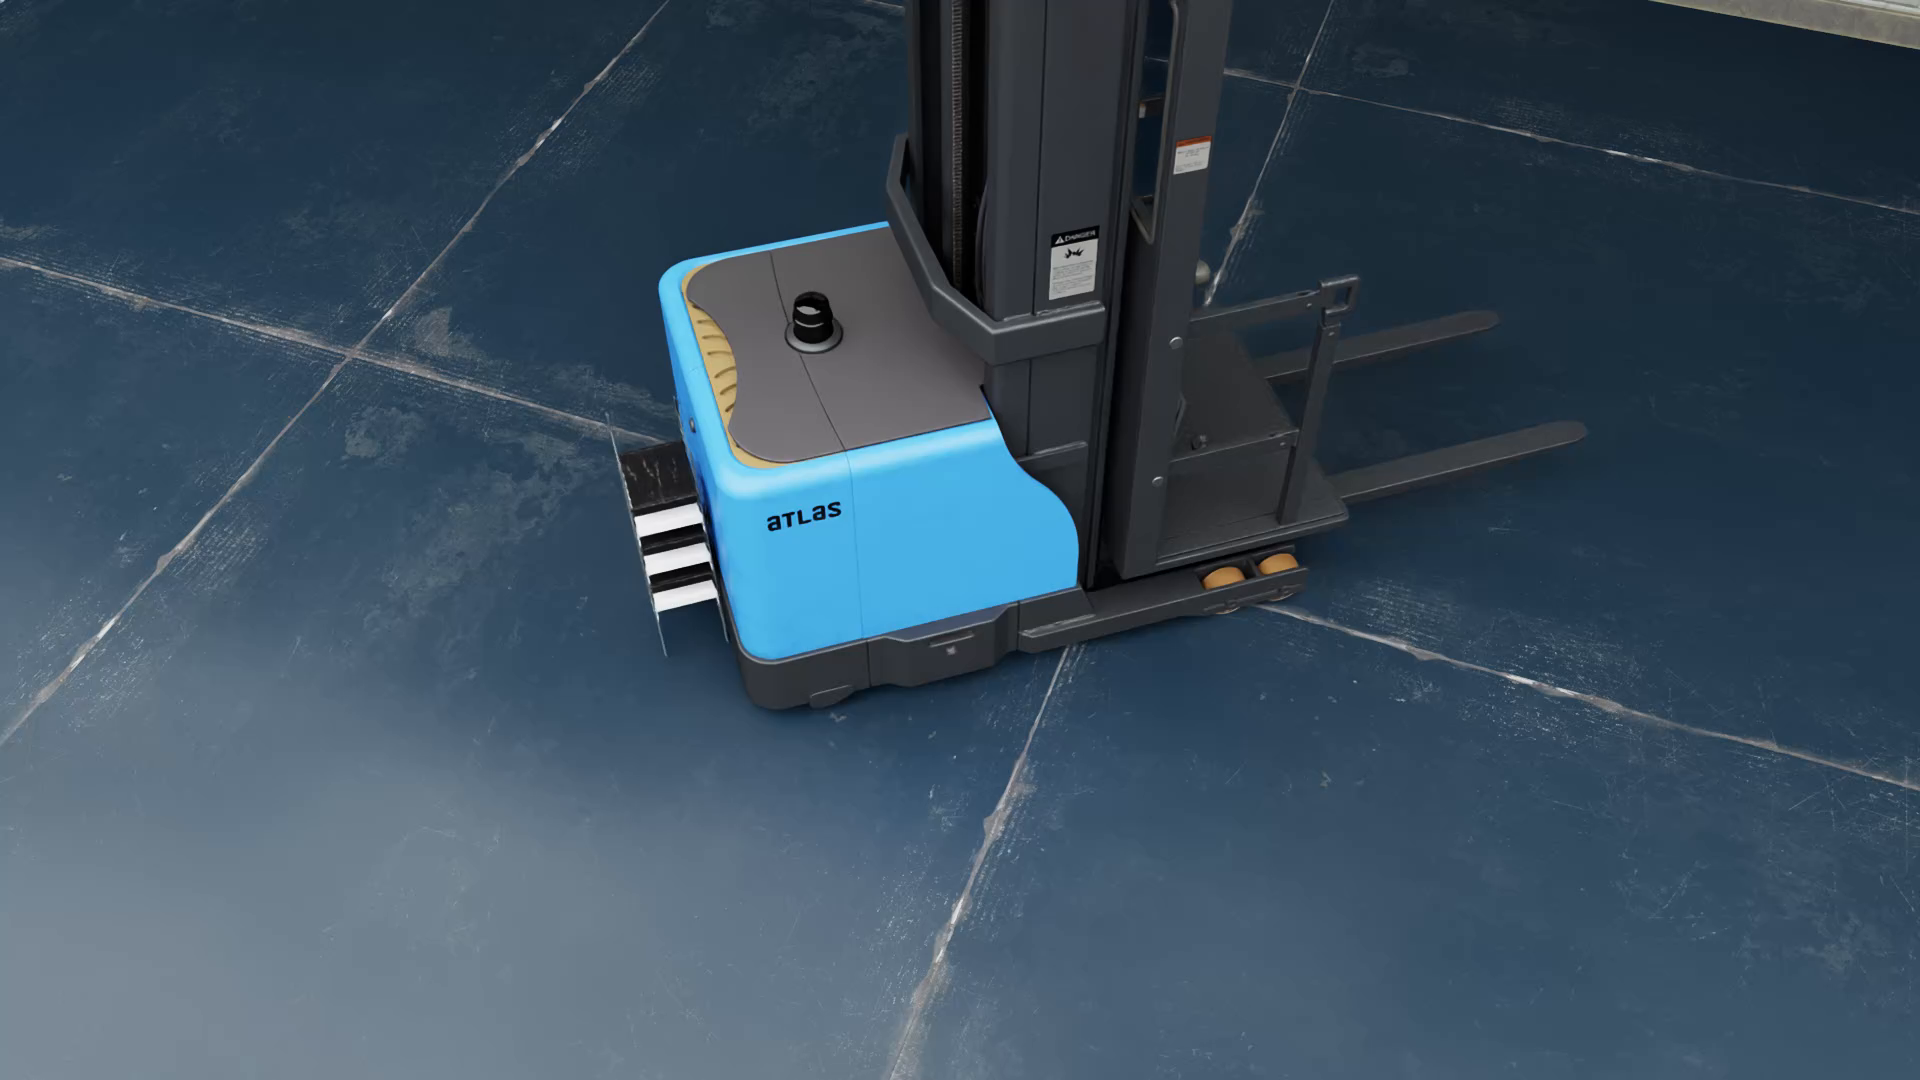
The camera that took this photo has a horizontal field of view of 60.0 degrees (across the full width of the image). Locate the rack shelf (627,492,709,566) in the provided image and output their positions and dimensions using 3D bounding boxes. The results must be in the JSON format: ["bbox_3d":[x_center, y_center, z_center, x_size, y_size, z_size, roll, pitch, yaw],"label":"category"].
[{"bbox_3d":[-0.902,-0.058,5.128,0.200,0.077,0.258,-14,51,-11],"label":"rack shelf"}]

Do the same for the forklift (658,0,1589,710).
[{"bbox_3d":[0.644,-1.083,4.749,3.031,2.935,1.130,-13,50,-11],"label":"forklift"}]

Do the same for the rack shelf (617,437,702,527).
[{"bbox_3d":[-0.904,-0.176,4.992,0.200,0.077,0.258,-14,51,-11],"label":"rack shelf"}]

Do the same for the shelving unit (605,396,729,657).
[{"bbox_3d":[-0.901,-0.021,5.171,0.210,0.900,0.258,-14,51,-11],"label":"shelving unit"}]

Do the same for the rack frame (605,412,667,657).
[{"bbox_3d":[-0.998,0.003,5.152,0.006,0.900,0.240,-14,51,-11],"label":"rack frame"}]

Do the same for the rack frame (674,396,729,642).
[{"bbox_3d":[-0.804,-0.045,5.190,0.006,0.900,0.240,-14,51,-11],"label":"rack frame"}]

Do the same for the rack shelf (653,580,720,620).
[{"bbox_3d":[-0.898,0.118,5.333,0.200,0.077,0.258,-14,51,-11],"label":"rack shelf"}]

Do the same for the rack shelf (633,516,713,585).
[{"bbox_3d":[-0.901,0.000,5.197,0.200,0.077,0.258,-14,51,-11],"label":"rack shelf"}]

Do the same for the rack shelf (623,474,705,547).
[{"bbox_3d":[-0.903,-0.117,5.060,0.200,0.077,0.258,-14,51,-11],"label":"rack shelf"}]

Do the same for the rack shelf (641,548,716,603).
[{"bbox_3d":[-0.900,0.059,5.265,0.200,0.077,0.258,-14,51,-11],"label":"rack shelf"}]
